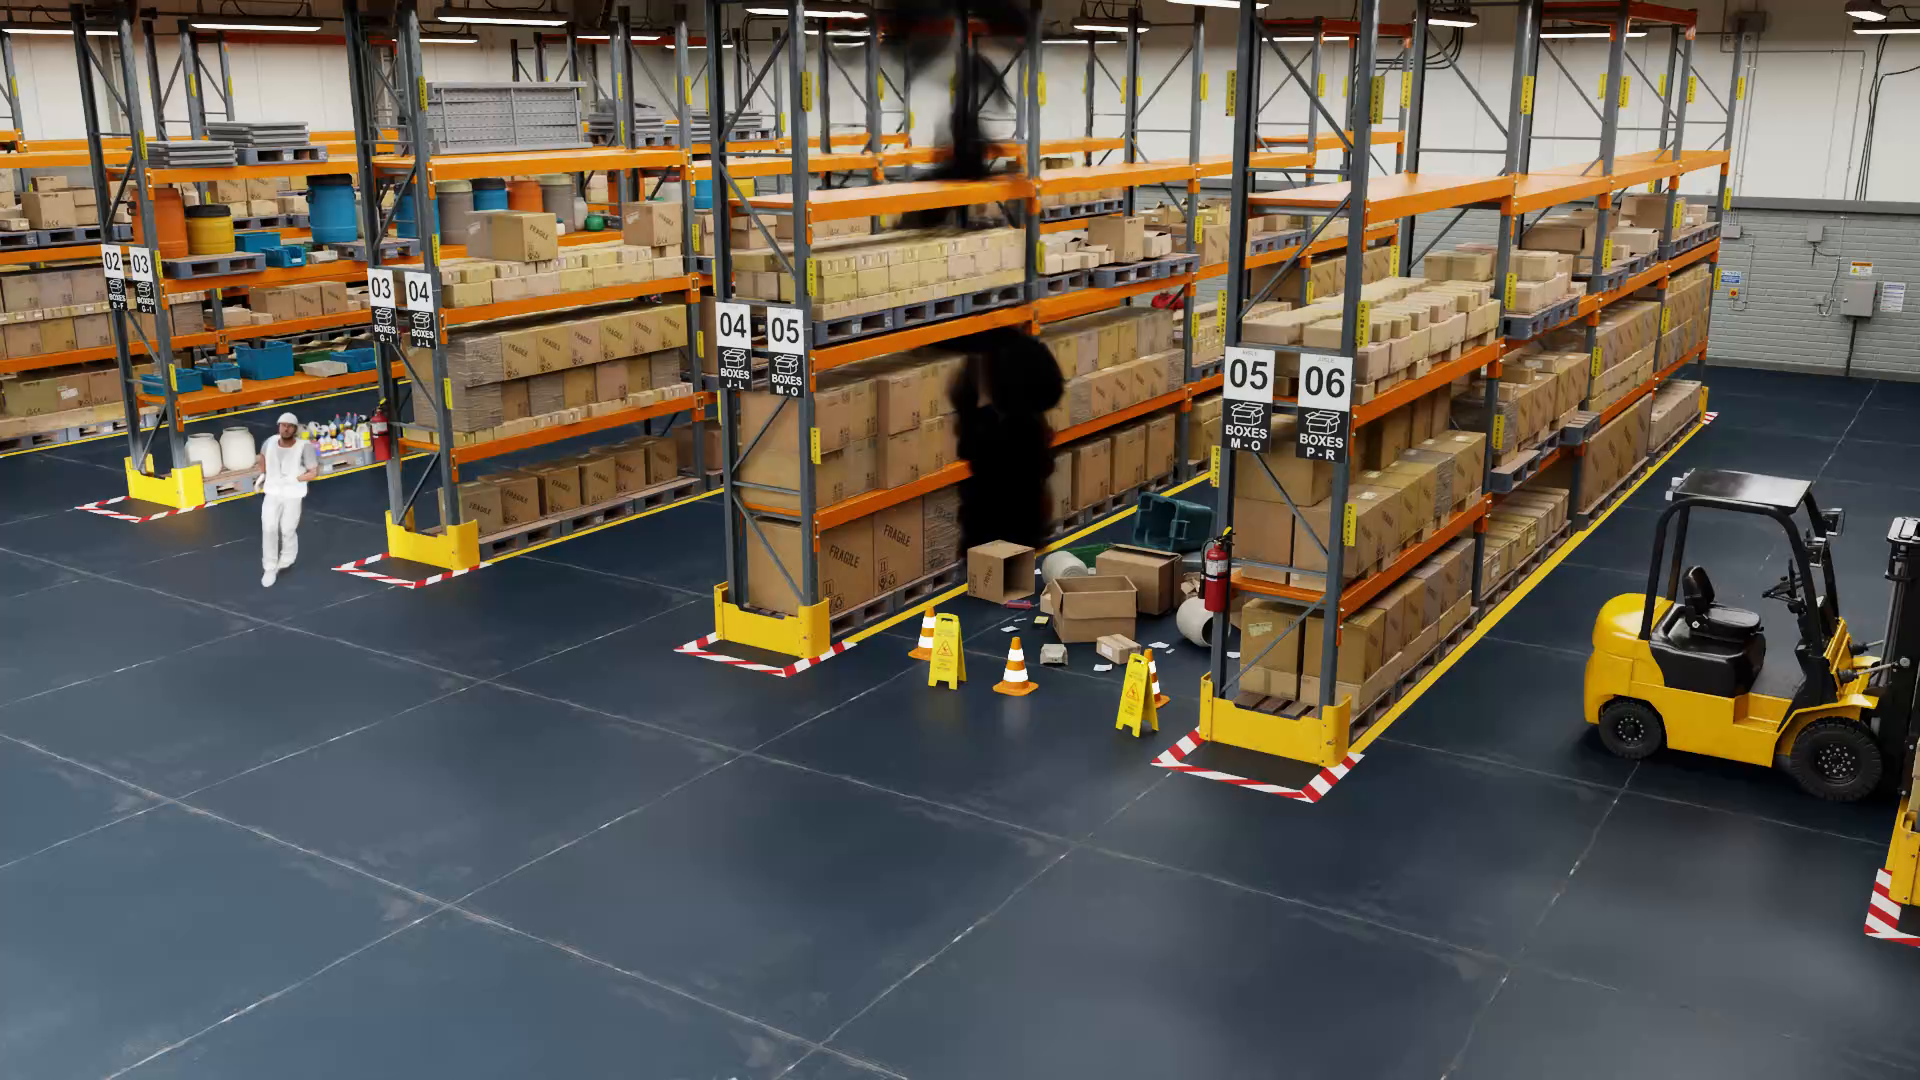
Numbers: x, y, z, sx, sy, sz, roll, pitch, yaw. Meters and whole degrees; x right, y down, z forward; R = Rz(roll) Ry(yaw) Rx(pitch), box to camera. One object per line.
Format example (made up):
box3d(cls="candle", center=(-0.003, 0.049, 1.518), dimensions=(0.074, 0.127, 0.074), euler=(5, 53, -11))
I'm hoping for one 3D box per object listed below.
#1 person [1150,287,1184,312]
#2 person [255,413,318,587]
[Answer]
box3d(cls="person", center=(3.635, -3.691, 29.332), dimensions=(0.669, 1.740, 0.842), euler=(6, 16, 19))
box3d(cls="person", center=(-7.111, -0.463, 17.560), dimensions=(0.702, 1.765, 0.773), euler=(-2, 16, -8))
